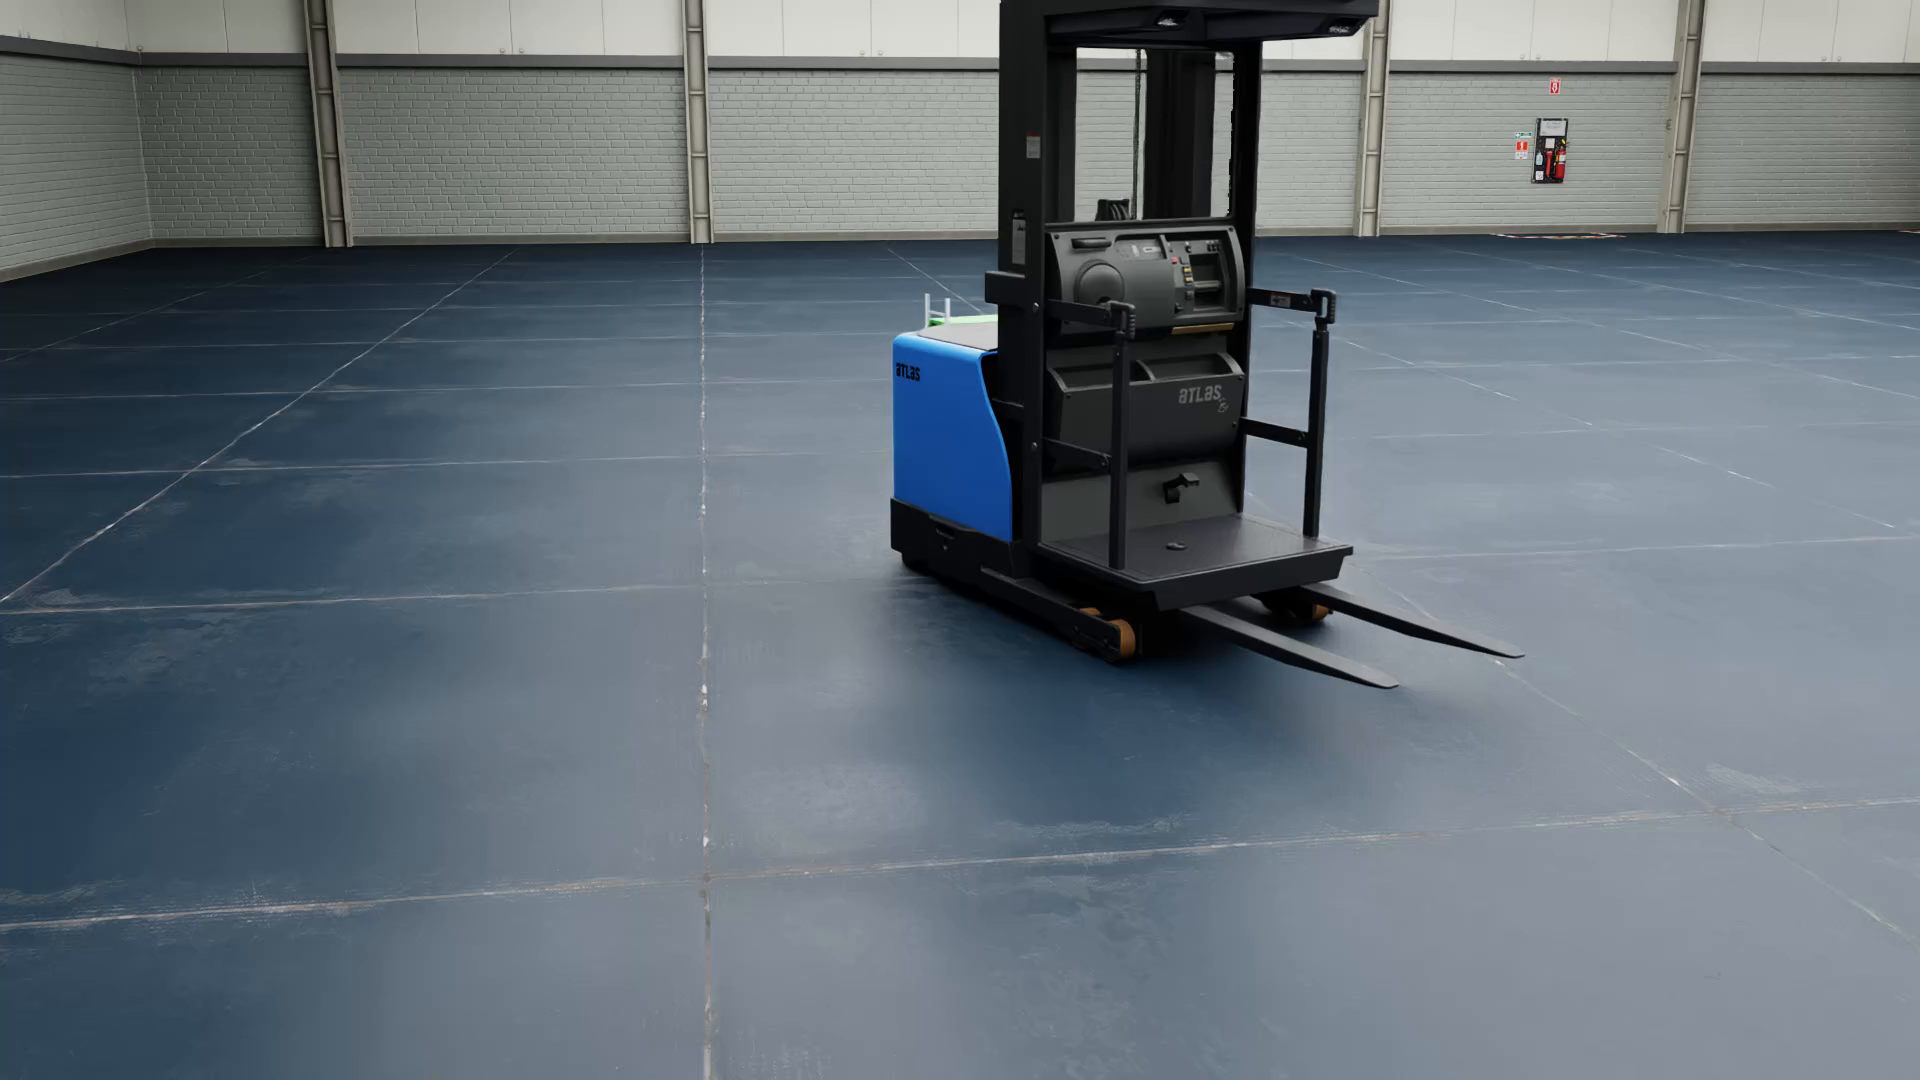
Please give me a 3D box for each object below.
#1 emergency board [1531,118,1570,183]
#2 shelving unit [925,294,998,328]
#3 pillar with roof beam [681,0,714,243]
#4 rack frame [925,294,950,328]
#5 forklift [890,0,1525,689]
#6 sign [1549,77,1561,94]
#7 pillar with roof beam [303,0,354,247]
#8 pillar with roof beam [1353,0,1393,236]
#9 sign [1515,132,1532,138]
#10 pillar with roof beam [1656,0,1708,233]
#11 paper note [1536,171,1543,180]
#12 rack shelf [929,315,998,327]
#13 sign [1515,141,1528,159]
[{"bbox_3d":[10.906,-7.160,30.604,0.643,1.169,0.194,-2,14,-8],"label":"emergency board"},{"bbox_3d":[0.108,-0.608,8.180,0.503,1.200,0.258,-7,16,-26],"label":"shelving unit"},{"bbox_3d":[-3.803,-8.462,23.465,0.400,9.000,9.100,-2,14,-8],"label":"pillar with roof beam"},{"bbox_3d":[-0.109,-0.581,8.073,0.015,1.200,0.240,-7,16,-26],"label":"rack frame"},{"bbox_3d":[0.876,-1.082,6.512,1.130,2.935,3.031,-9,16,-31],"label":"forklift"},{"bbox_3d":[10.883,-8.308,30.417,0.199,0.298,0.001,-2,14,-8],"label":"sign"},{"bbox_3d":[-9.736,-8.245,22.598,0.400,9.000,9.100,-2,14,-8],"label":"pillar with roof beam"},{"bbox_3d":[8.063,-8.897,25.199,0.400,9.000,9.100,-2,14,-8],"label":"pillar with roof beam"},{"bbox_3d":[10.350,-7.437,30.547,0.331,0.109,0.001,-2,14,-8],"label":"sign"},{"bbox_3d":[13.997,-9.114,26.066,0.400,9.000,9.100,-2,14,-8],"label":"pillar with roof beam"},{"bbox_3d":[10.721,-6.743,30.752,0.142,0.148,0.016,-2,14,-8],"label":"paper note"},{"bbox_3d":[0.108,-1.012,8.079,0.480,0.148,0.258,-7,16,-26],"label":"rack shelf"},{"bbox_3d":[10.344,-7.182,30.619,0.234,0.329,0.001,-2,14,-8],"label":"sign"}]
